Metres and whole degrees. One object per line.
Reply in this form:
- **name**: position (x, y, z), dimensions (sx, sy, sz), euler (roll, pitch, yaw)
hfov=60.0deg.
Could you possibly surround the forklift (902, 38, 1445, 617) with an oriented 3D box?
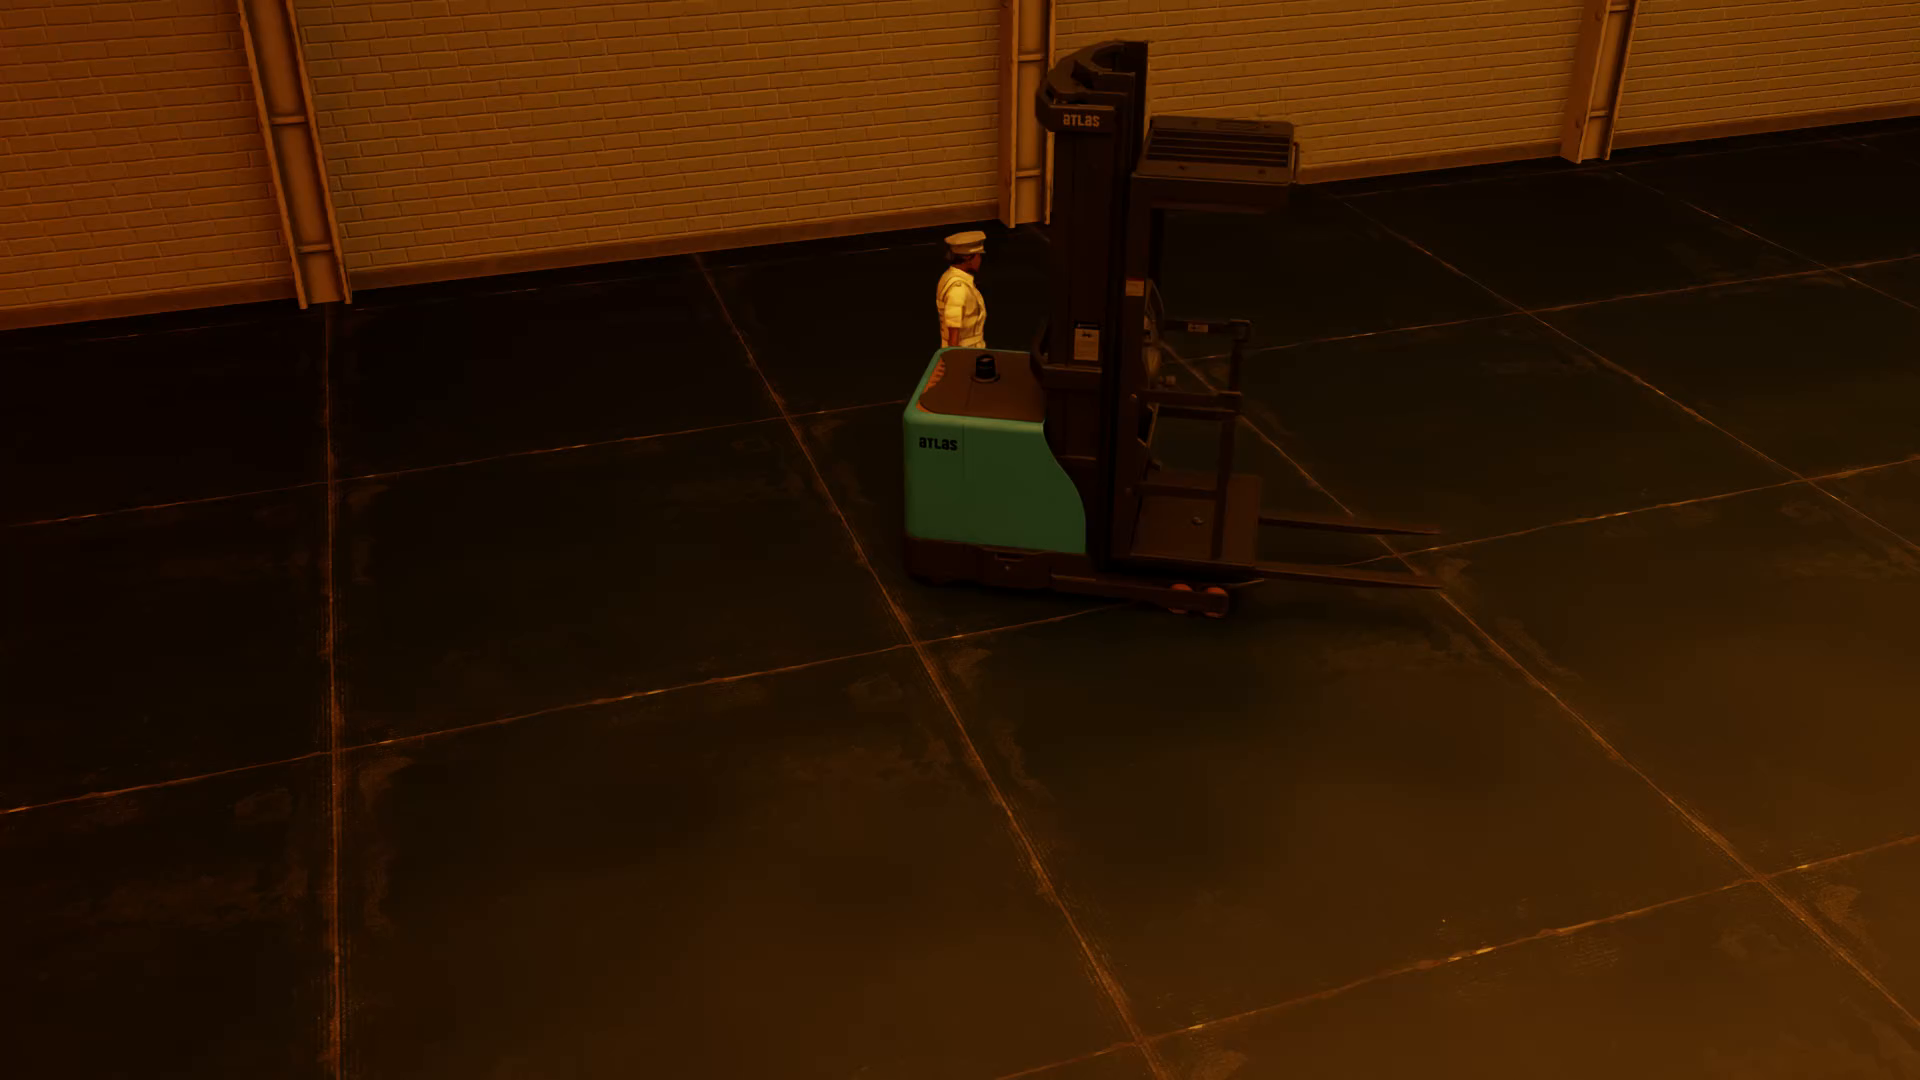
- **forklift**: position (1.239, -1.128, 9.047), dimensions (3.031, 2.935, 1.130), euler (6, 30, 10)

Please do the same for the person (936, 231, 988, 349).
- **person**: position (-0.032, -1.116, 10.399), dimensions (0.467, 1.589, 0.799), euler (0, 30, 0)
